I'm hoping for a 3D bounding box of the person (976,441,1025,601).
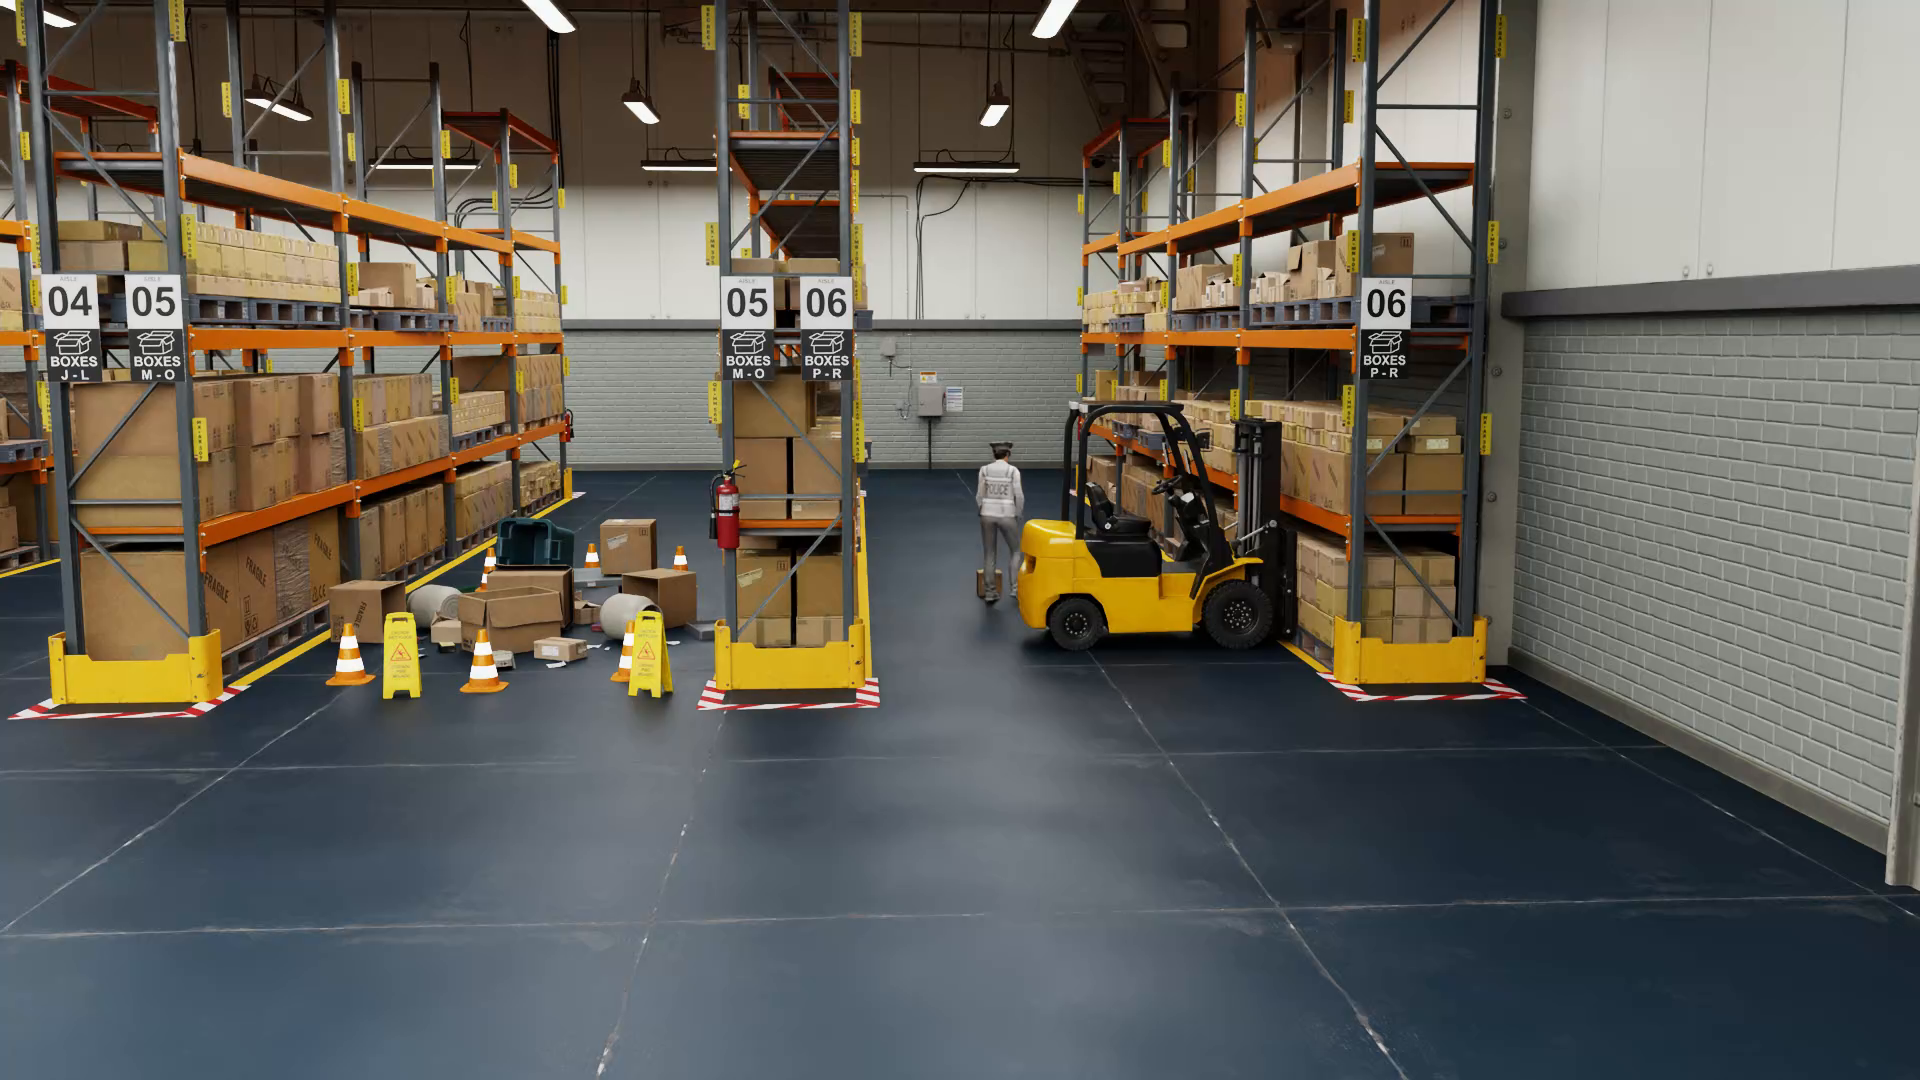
[{"bbox_3d":[0.439,-0.184,17.268,0.537,1.675,0.518,2,7,13],"label":"person"}]
